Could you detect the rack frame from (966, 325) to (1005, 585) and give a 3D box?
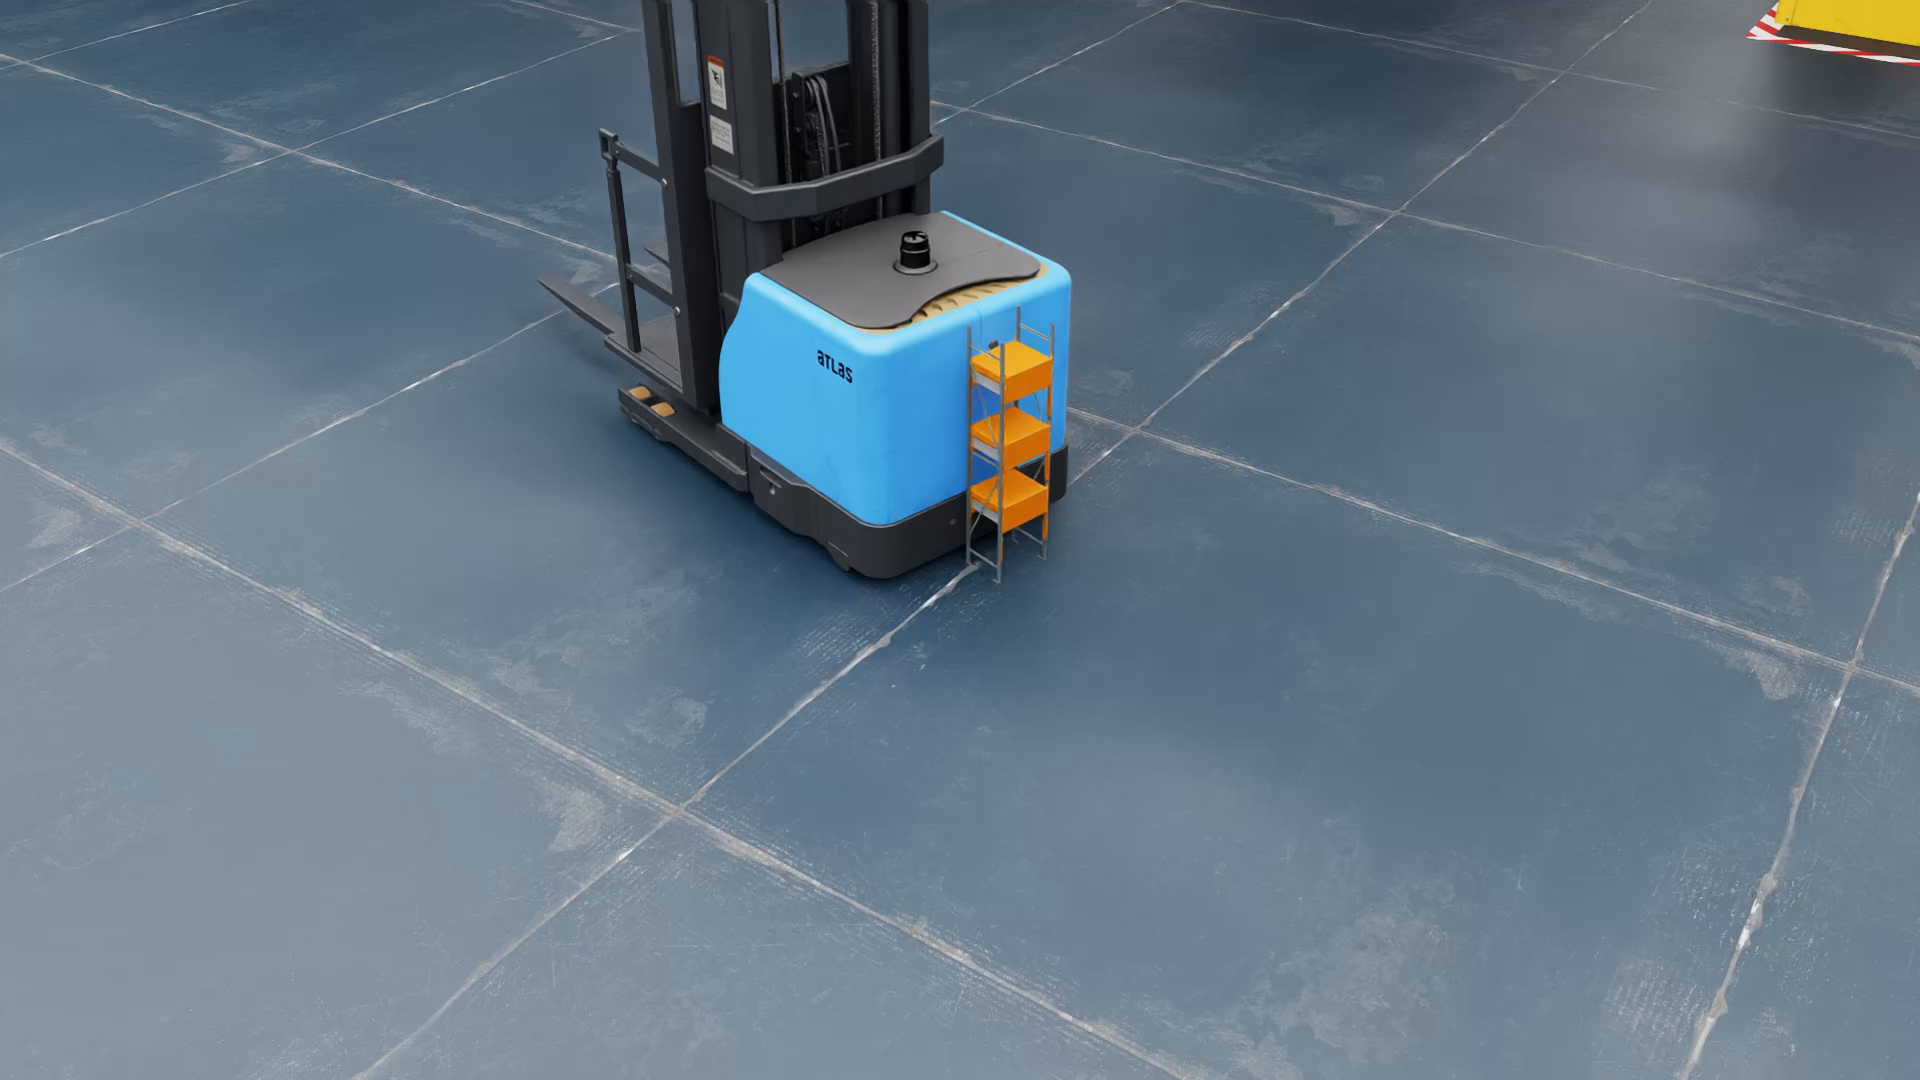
[{"bbox_3d":[0.093,-0.303,6.261,0.008,1.050,0.200,-26,42,-33],"label":"rack frame"}]

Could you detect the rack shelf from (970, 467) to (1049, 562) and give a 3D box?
[{"bbox_3d":[0.185,-0.109,6.489,0.240,0.259,0.215,-26,42,-33],"label":"rack shelf"}]

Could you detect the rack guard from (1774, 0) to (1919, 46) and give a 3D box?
[{"bbox_3d":[6.684,-3.988,12.201,1.175,0.500,0.348,21,39,28],"label":"rack guard"}]

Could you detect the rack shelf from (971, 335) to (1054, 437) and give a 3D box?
[{"bbox_3d":[0.185,-0.574,6.174,0.240,0.259,0.215,-26,42,-33],"label":"rack shelf"}]

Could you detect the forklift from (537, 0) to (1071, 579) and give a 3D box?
[{"bbox_3d":[-0.887,-1.819,6.823,1.130,2.935,3.031,-25,41,-32],"label":"forklift"}]

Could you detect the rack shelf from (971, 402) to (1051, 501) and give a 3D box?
[{"bbox_3d":[0.185,-0.339,6.333,0.240,0.259,0.215,-26,42,-33],"label":"rack shelf"}]

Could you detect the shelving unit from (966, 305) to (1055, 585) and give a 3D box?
[{"bbox_3d":[0.185,-0.348,6.327,0.252,1.050,0.215,-26,42,-33],"label":"shelving unit"}]

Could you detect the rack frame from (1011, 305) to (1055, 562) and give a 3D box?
[{"bbox_3d":[0.277,-0.393,6.393,0.008,1.050,0.200,-26,42,-33],"label":"rack frame"}]
